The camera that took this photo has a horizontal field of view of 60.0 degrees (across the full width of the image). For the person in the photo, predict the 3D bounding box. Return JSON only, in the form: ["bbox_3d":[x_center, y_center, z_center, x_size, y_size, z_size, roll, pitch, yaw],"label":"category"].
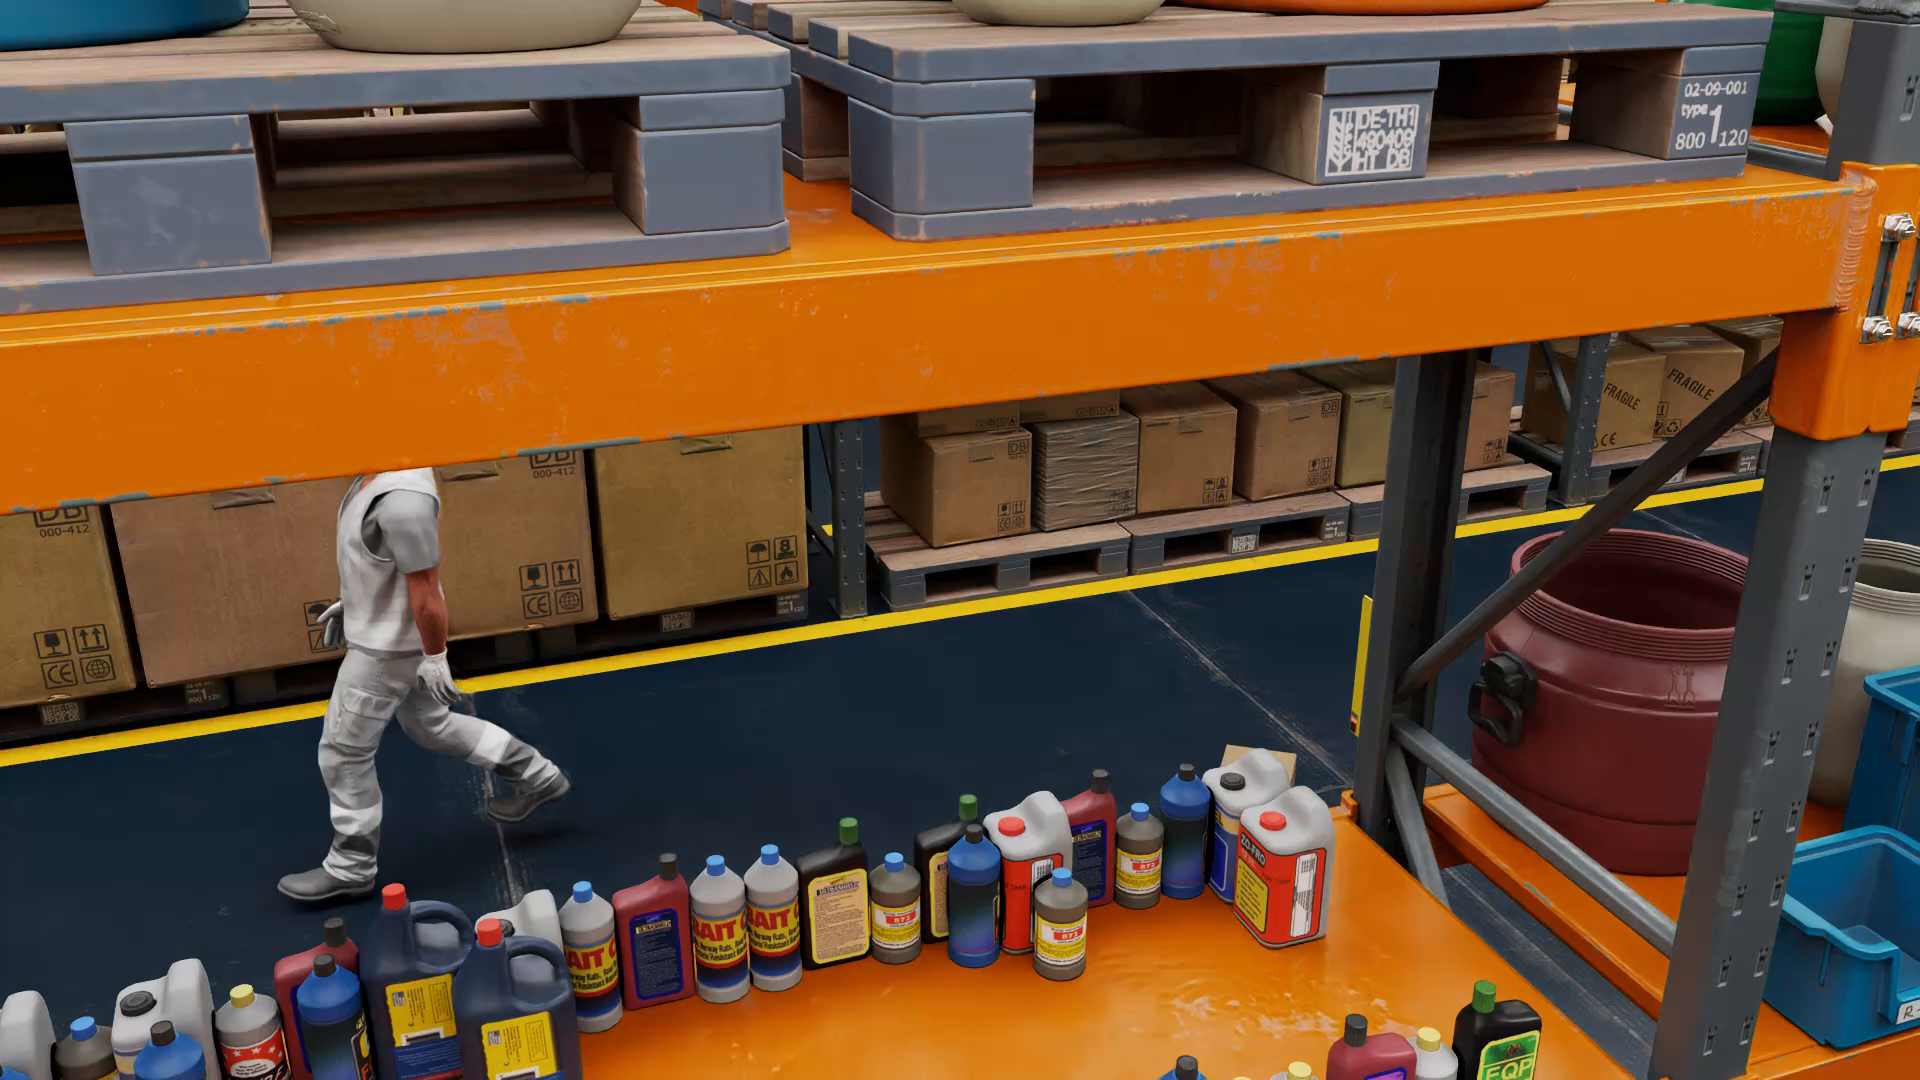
[{"bbox_3d":[-1.797,0.294,5.340,0.965,1.752,0.533,-6,23,-15],"label":"person"}]
